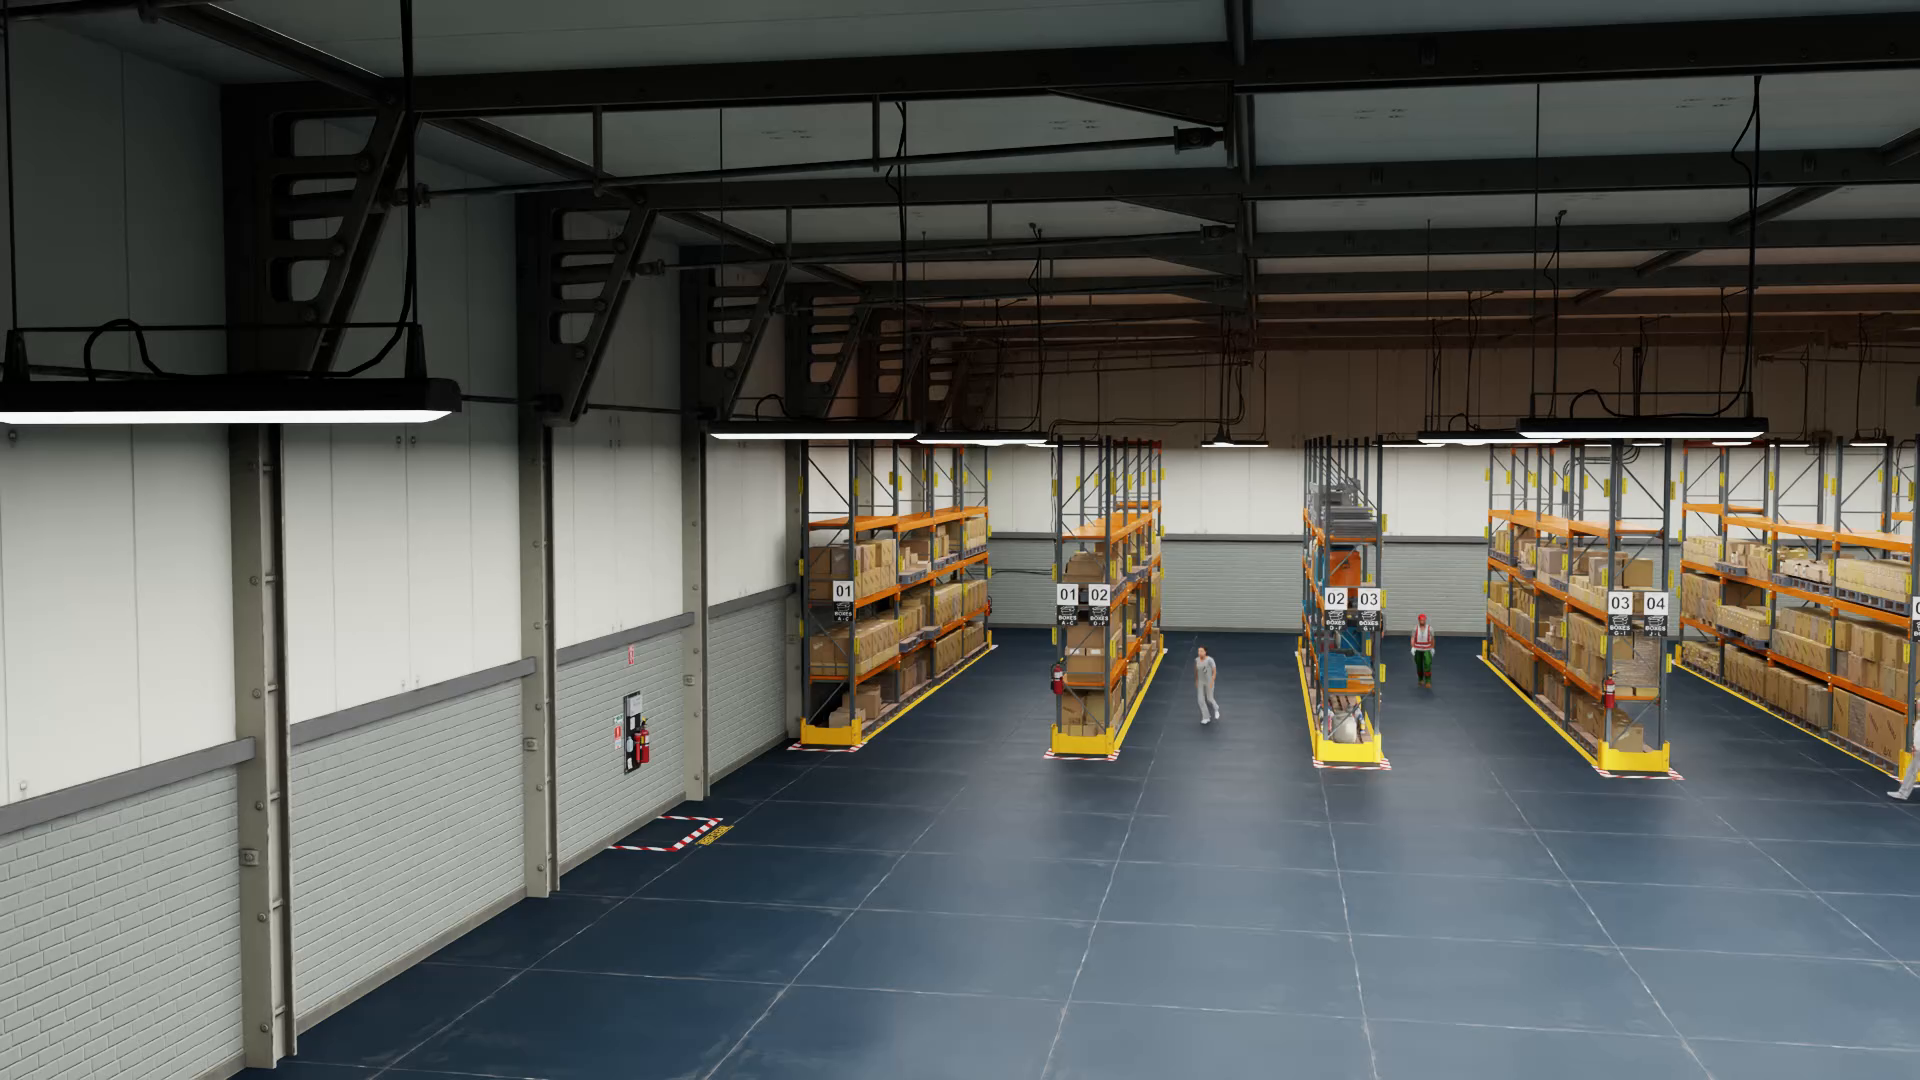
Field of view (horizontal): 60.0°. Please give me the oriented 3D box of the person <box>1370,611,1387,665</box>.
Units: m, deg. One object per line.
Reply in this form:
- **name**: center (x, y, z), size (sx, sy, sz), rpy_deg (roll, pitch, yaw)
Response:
- **person**: center (11.041, 2.478, 44.160), size (0.552, 1.676, 0.970), rpy_deg (1, 3, 17)

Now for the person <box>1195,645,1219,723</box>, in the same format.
- **person**: center (5.218, 3.011, 35.060), size (0.498, 1.645, 0.647), rpy_deg (2, 4, 32)

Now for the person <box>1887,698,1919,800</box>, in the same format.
- **person**: center (15.720, 3.390, 27.076), size (1.070, 1.726, 0.550), rpy_deg (2, 3, 26)

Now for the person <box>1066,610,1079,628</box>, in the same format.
- **person**: center (3.251, 2.336, 46.480), size (0.597, 1.767, 0.531), rpy_deg (1, 3, 16)

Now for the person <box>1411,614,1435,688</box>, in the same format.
- **person**: center (11.129, 2.652, 40.030), size (0.547, 1.744, 0.925), rpy_deg (1, 3, 21)
